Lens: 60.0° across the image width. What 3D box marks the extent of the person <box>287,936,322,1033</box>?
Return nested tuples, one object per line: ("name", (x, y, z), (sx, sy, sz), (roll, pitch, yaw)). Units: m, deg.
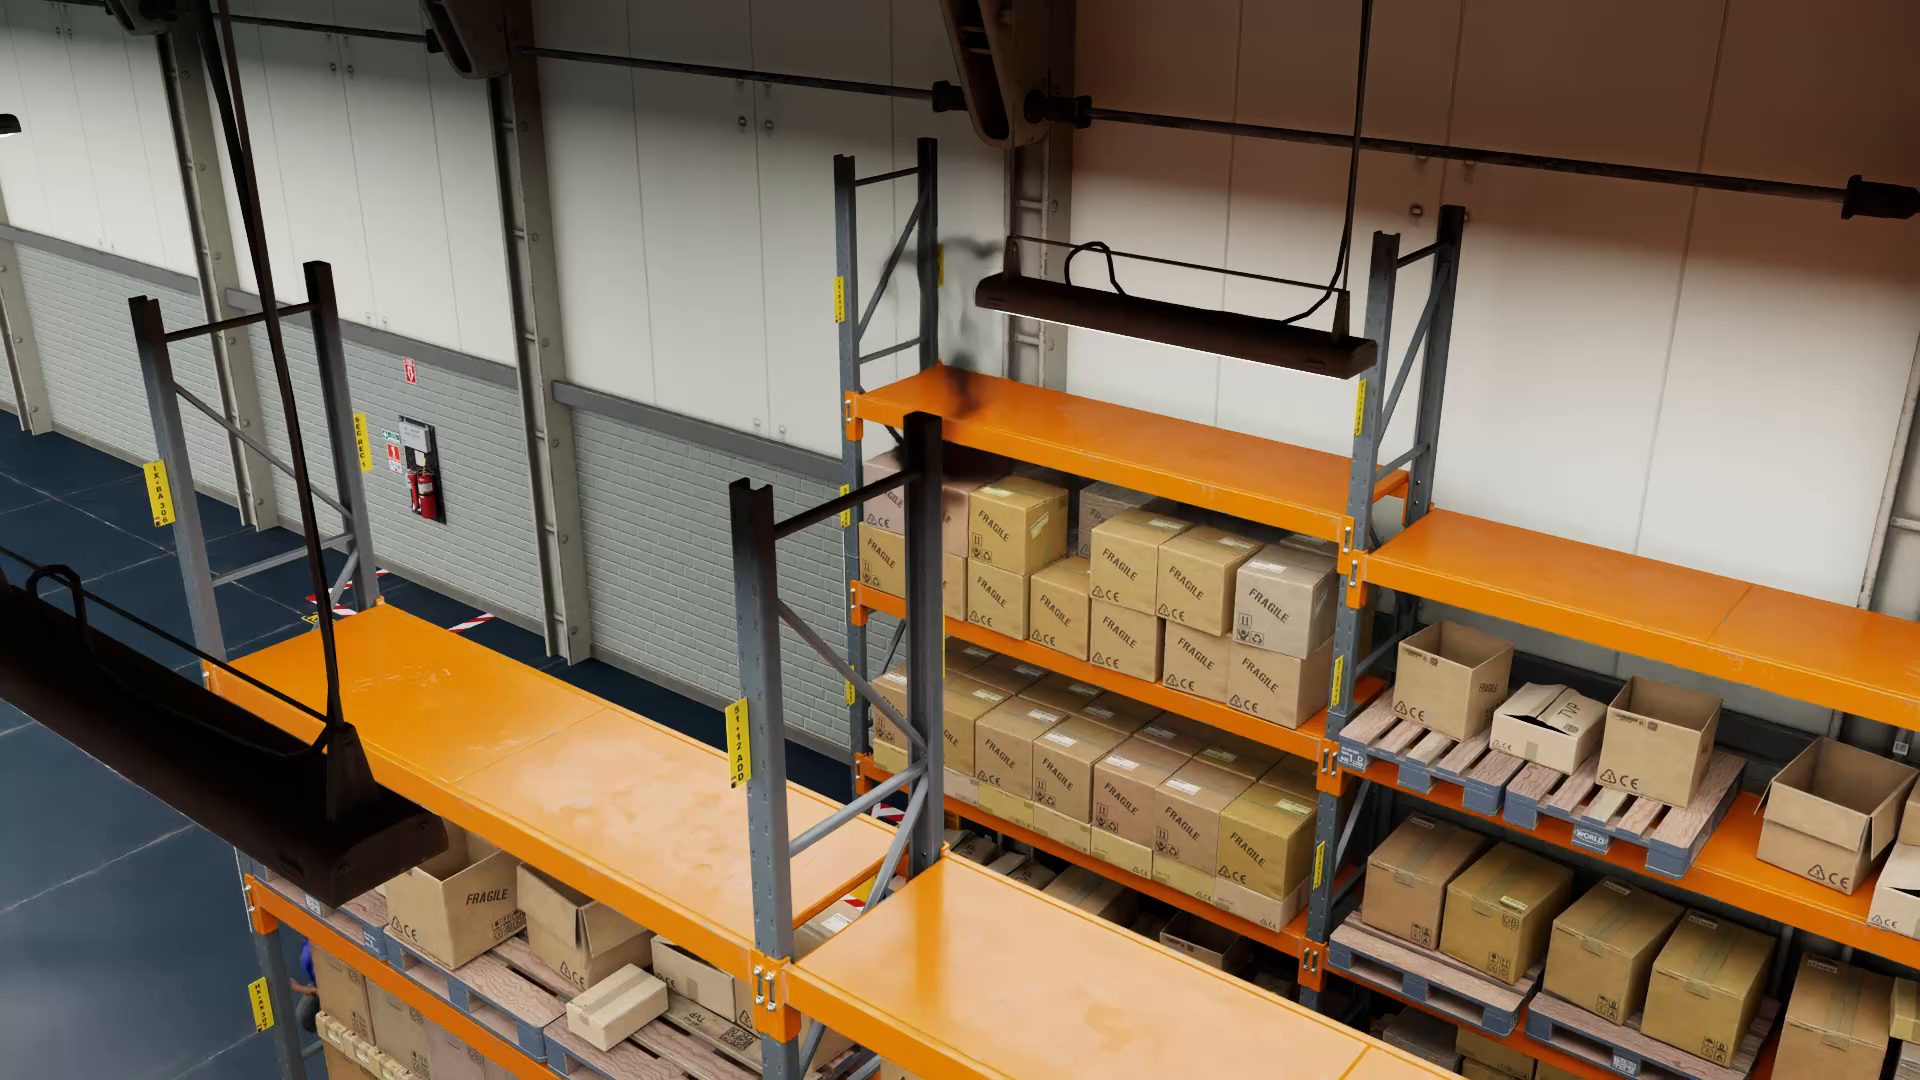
("person", (-4.257, 3.061, 11.266), (0.583, 1.609, 0.591), (-8, 24, -18))
